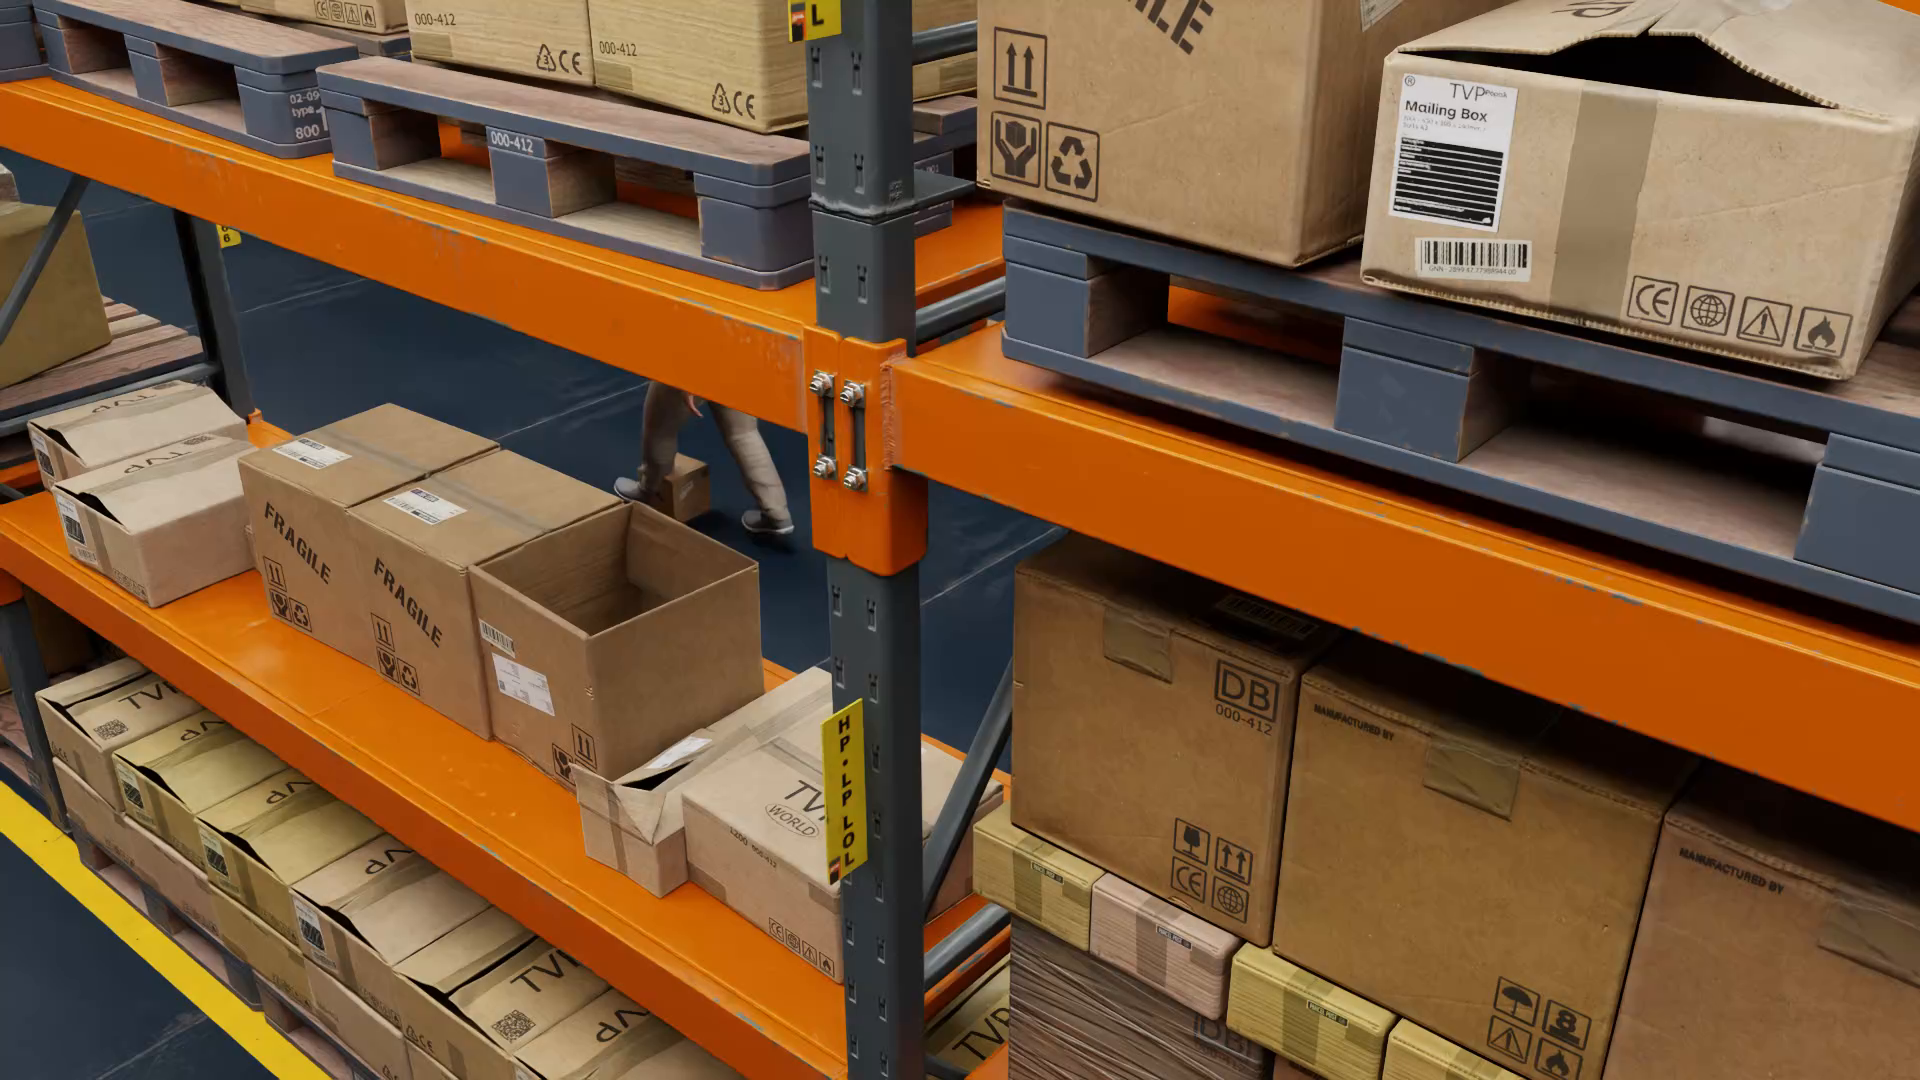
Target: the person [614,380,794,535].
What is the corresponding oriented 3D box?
[{"bbox_3d":[-1.251,-0.851,7.793,1.089,1.662,0.564,22,34,36],"label":"person"}]
